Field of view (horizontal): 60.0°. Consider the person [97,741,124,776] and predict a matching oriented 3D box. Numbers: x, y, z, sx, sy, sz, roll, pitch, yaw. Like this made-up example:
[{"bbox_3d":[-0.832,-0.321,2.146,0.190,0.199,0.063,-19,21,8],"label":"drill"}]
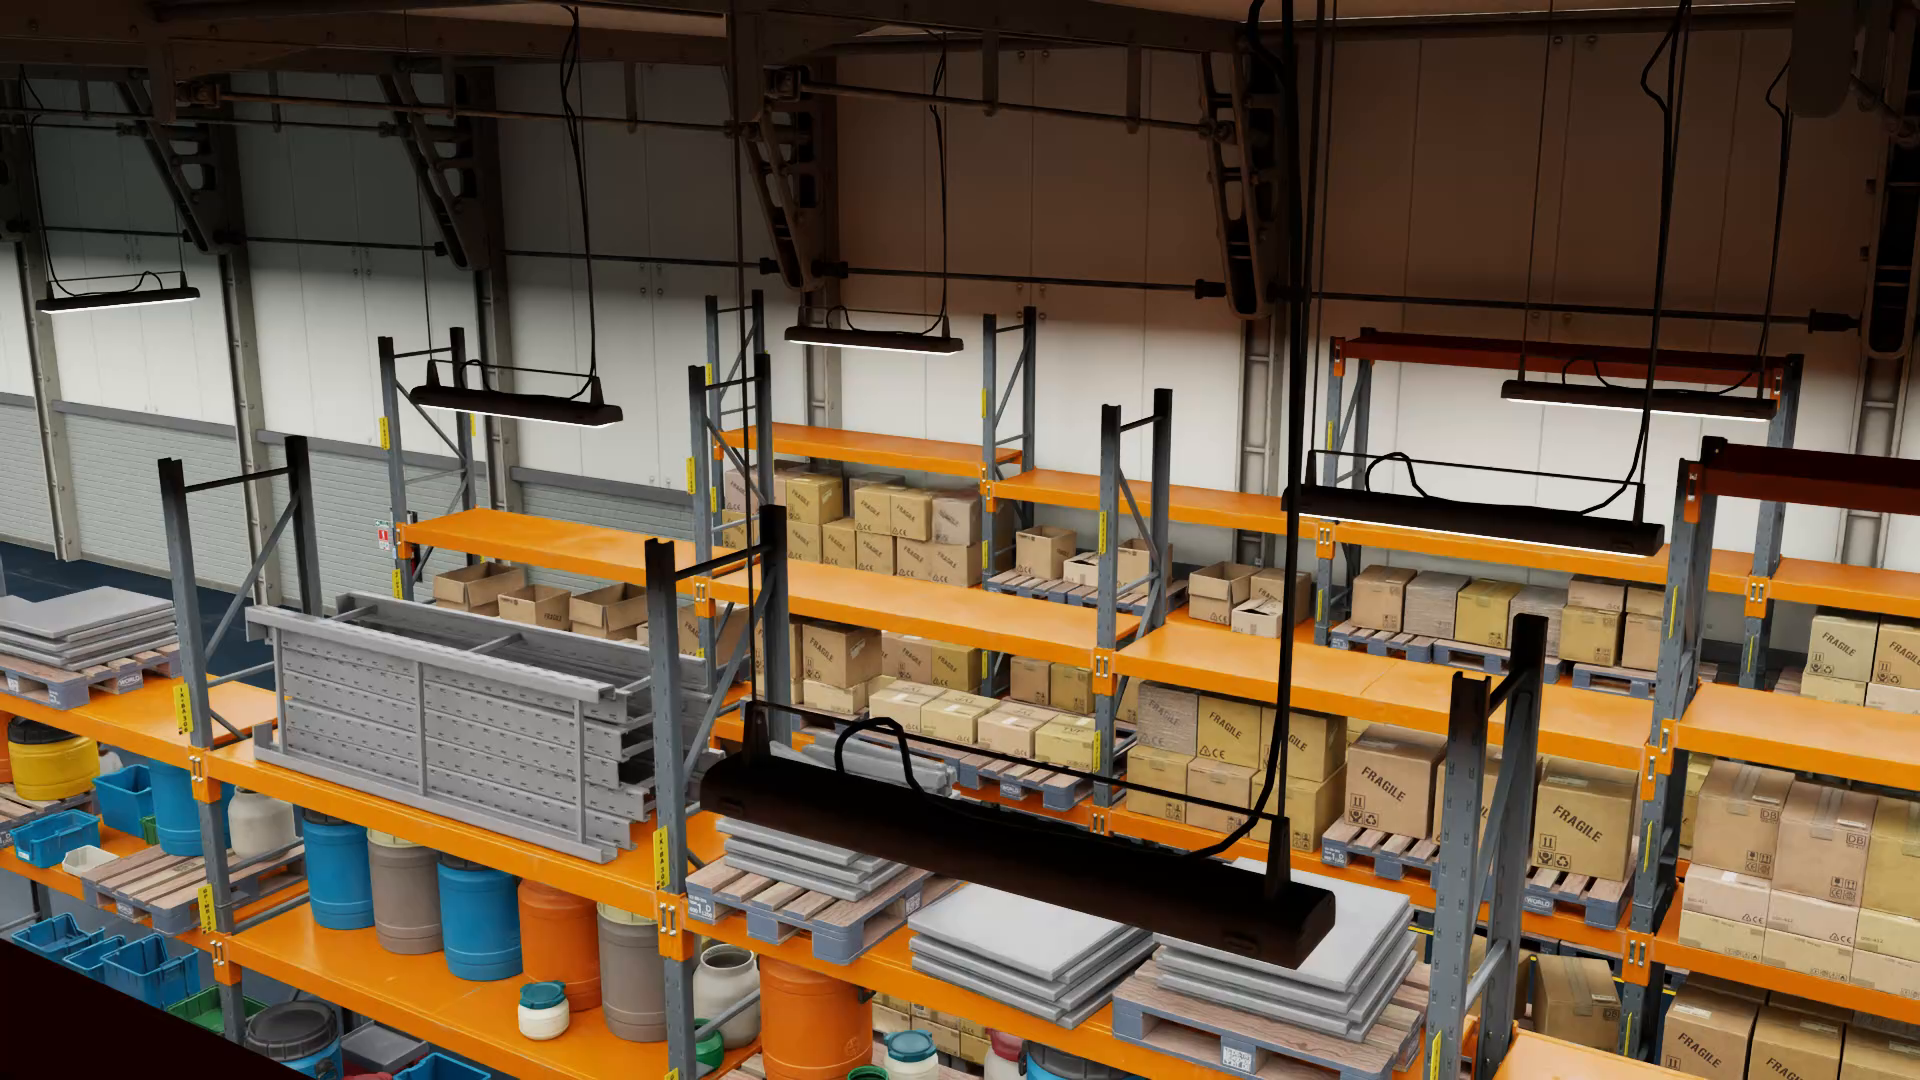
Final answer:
[{"bbox_3d":[-9.431,2.852,18.224,0.948,1.631,0.469,6,15,25],"label":"person"}]
